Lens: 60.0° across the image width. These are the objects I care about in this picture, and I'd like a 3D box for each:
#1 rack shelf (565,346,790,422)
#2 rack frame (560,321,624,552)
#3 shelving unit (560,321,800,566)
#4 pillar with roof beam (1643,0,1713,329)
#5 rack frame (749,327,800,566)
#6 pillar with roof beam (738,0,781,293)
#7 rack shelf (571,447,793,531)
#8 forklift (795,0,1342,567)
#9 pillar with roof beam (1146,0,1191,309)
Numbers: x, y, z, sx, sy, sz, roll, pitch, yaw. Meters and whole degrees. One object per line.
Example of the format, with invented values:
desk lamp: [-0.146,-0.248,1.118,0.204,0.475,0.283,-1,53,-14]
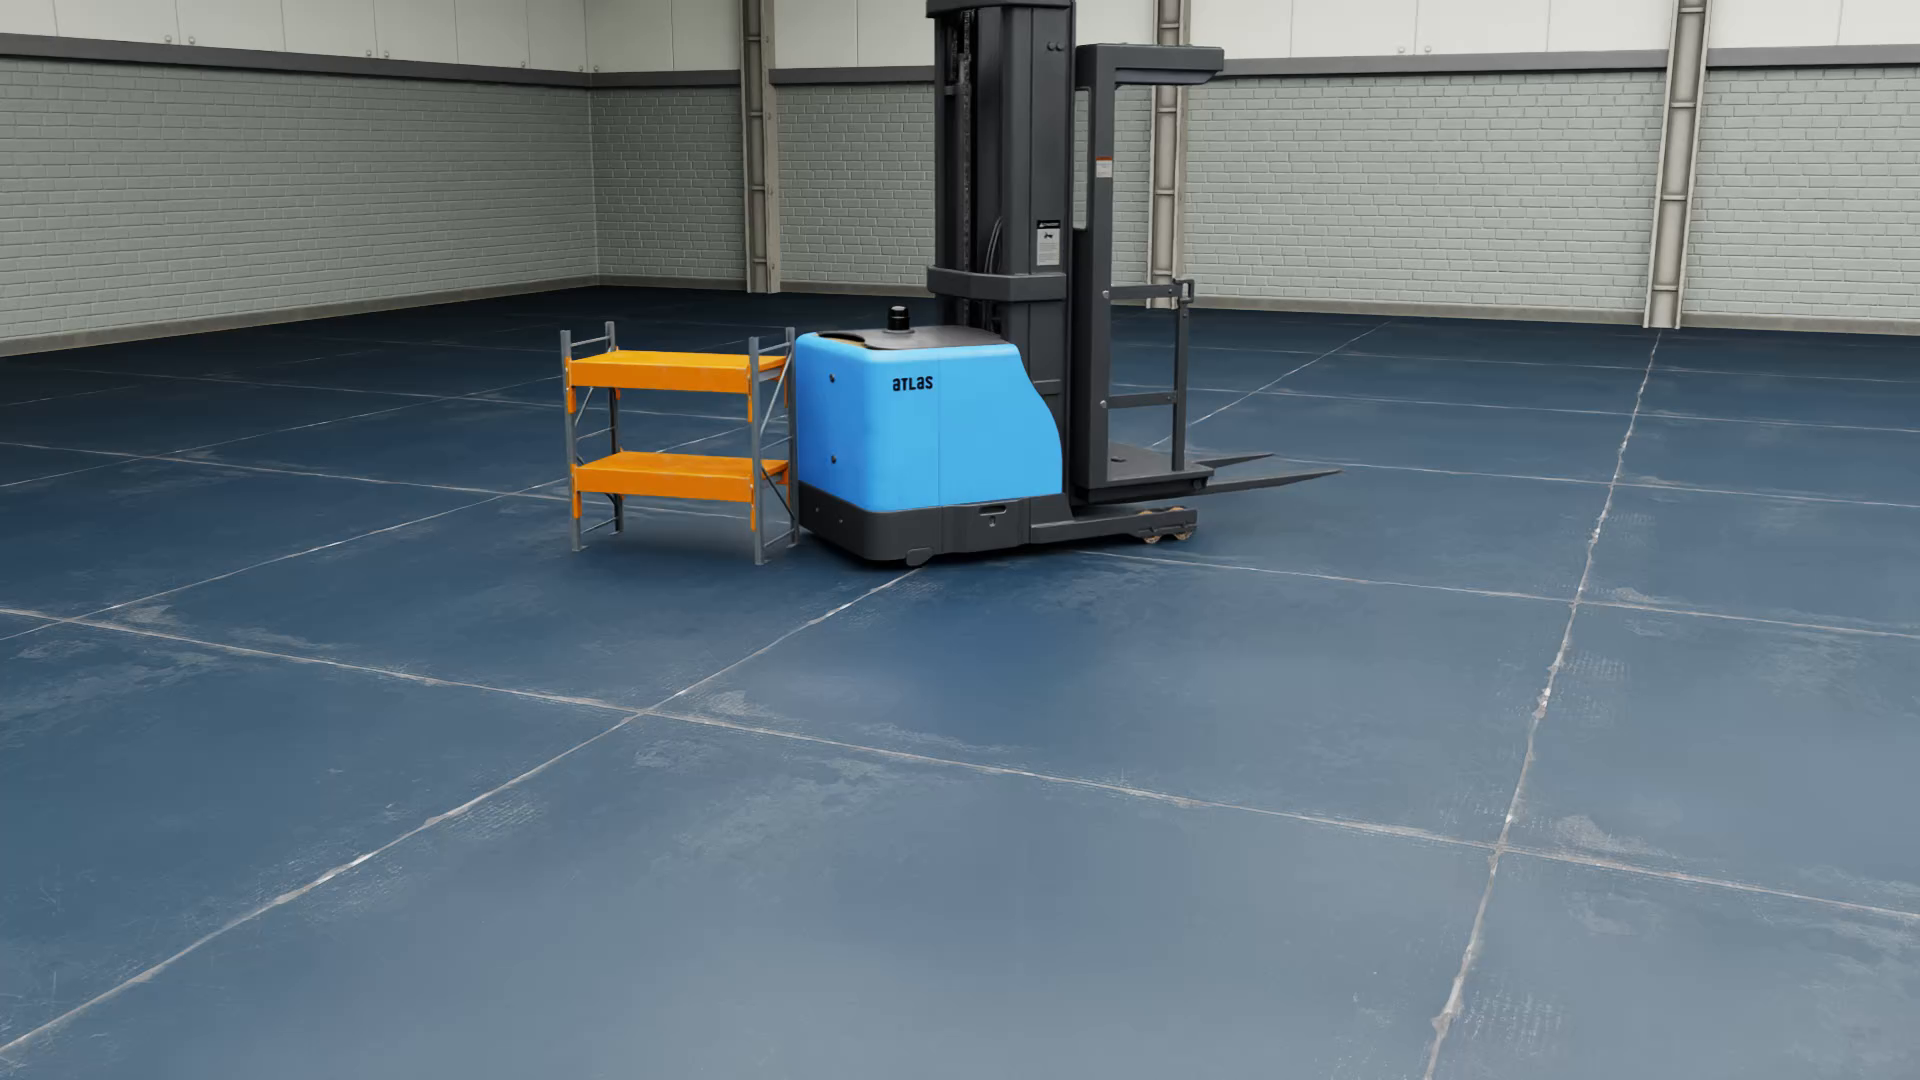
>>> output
rack shelf: [-1.410,-0.793,8.392,1.000,0.278,0.538,4,14,17]
rack frame: [-1.896,-0.542,8.603,0.032,1.125,0.500,4,14,17]
shelving unit: [-1.410,-0.508,8.459,1.048,1.125,0.538,4,14,17]
pillar with roof beam: [6.397,-5.954,14.432,0.400,9.000,9.100,6,14,23]
rack frame: [-0.924,-0.474,8.314,0.032,1.125,0.500,4,14,17]
pillar with roof beam: [-4.575,-7.065,19.164,0.400,9.000,9.100,6,14,23]
rack shelf: [-1.410,-0.270,8.515,1.000,0.278,0.538,4,14,17]
forklift: [0.680,-1.513,8.788,3.031,2.935,1.130,-7,15,-27]
pillar with roof beam: [0.911,-6.510,16.798,0.400,9.000,9.100,6,14,23]
